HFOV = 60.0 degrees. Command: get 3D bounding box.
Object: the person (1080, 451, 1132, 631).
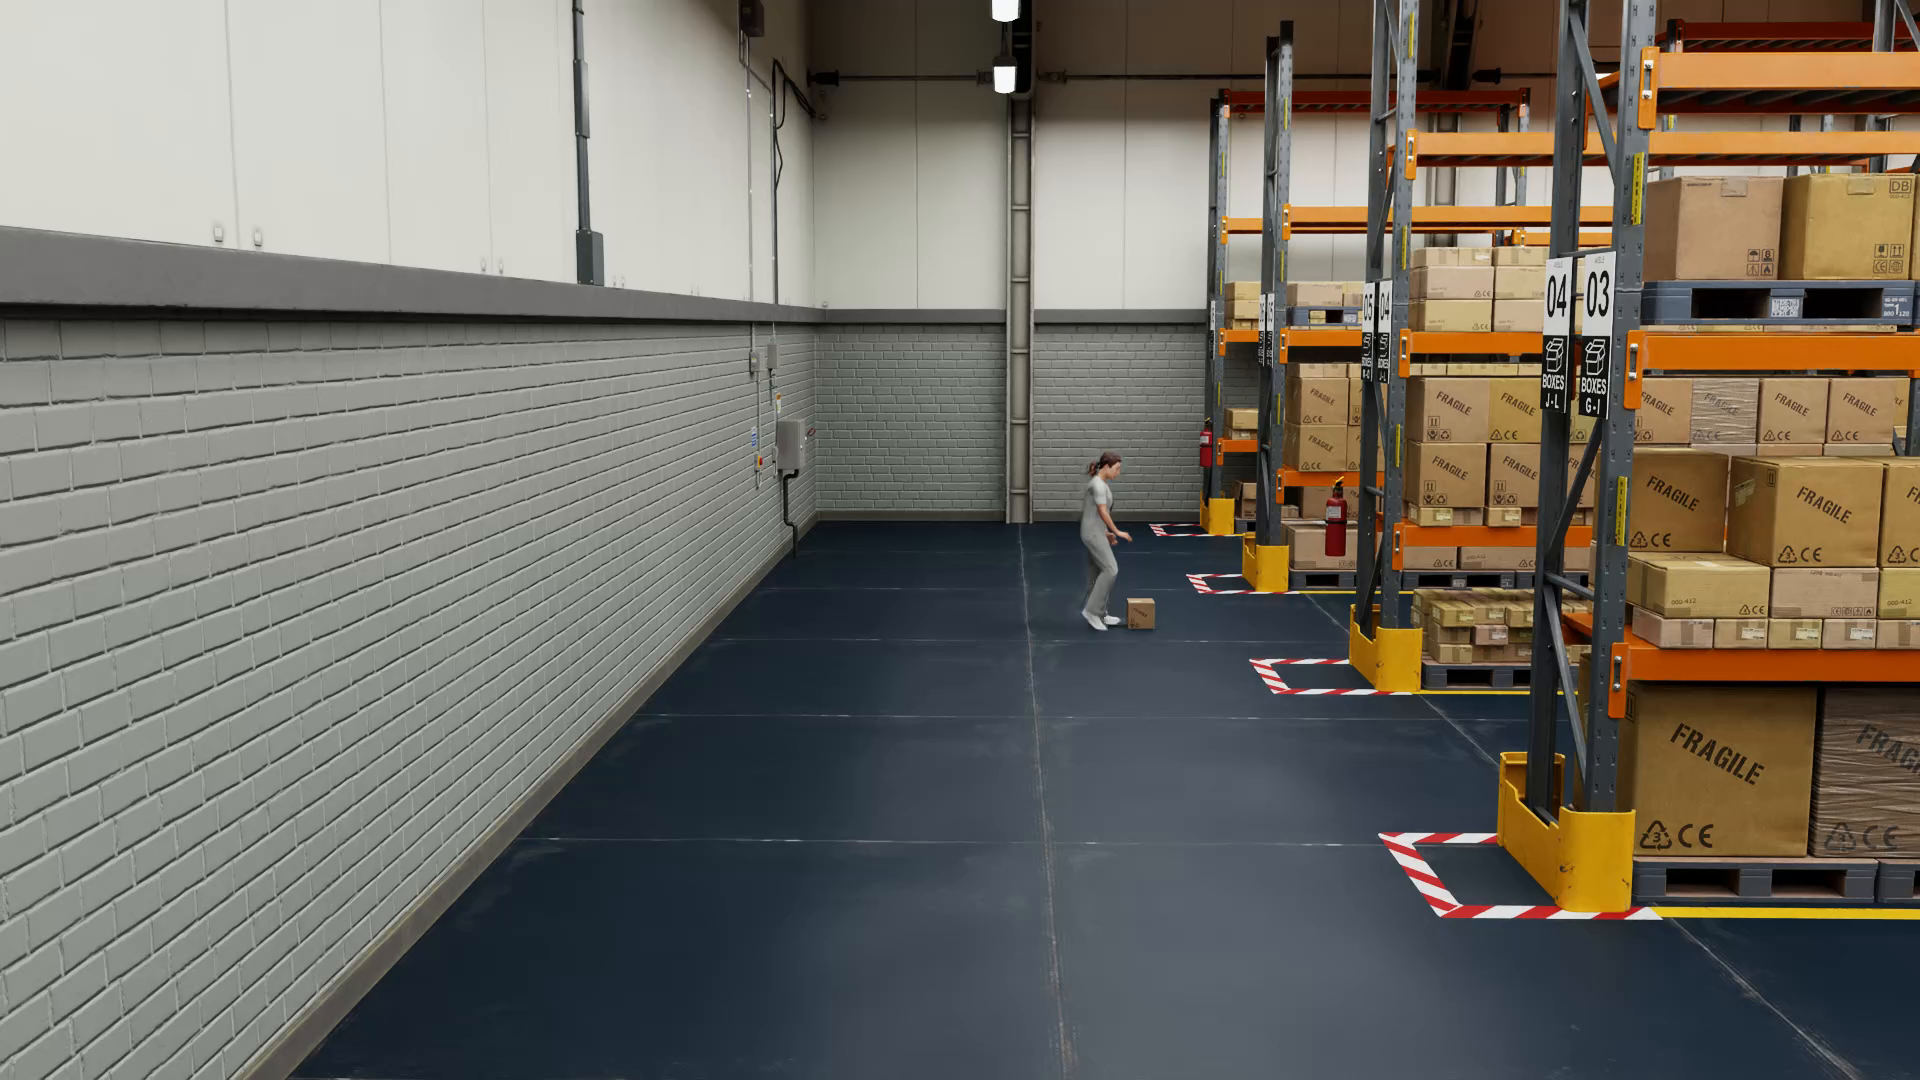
[{"bbox_3d":[1.381,0.004,15.776,0.497,1.699,0.473,1,7,5],"label":"person"}]
